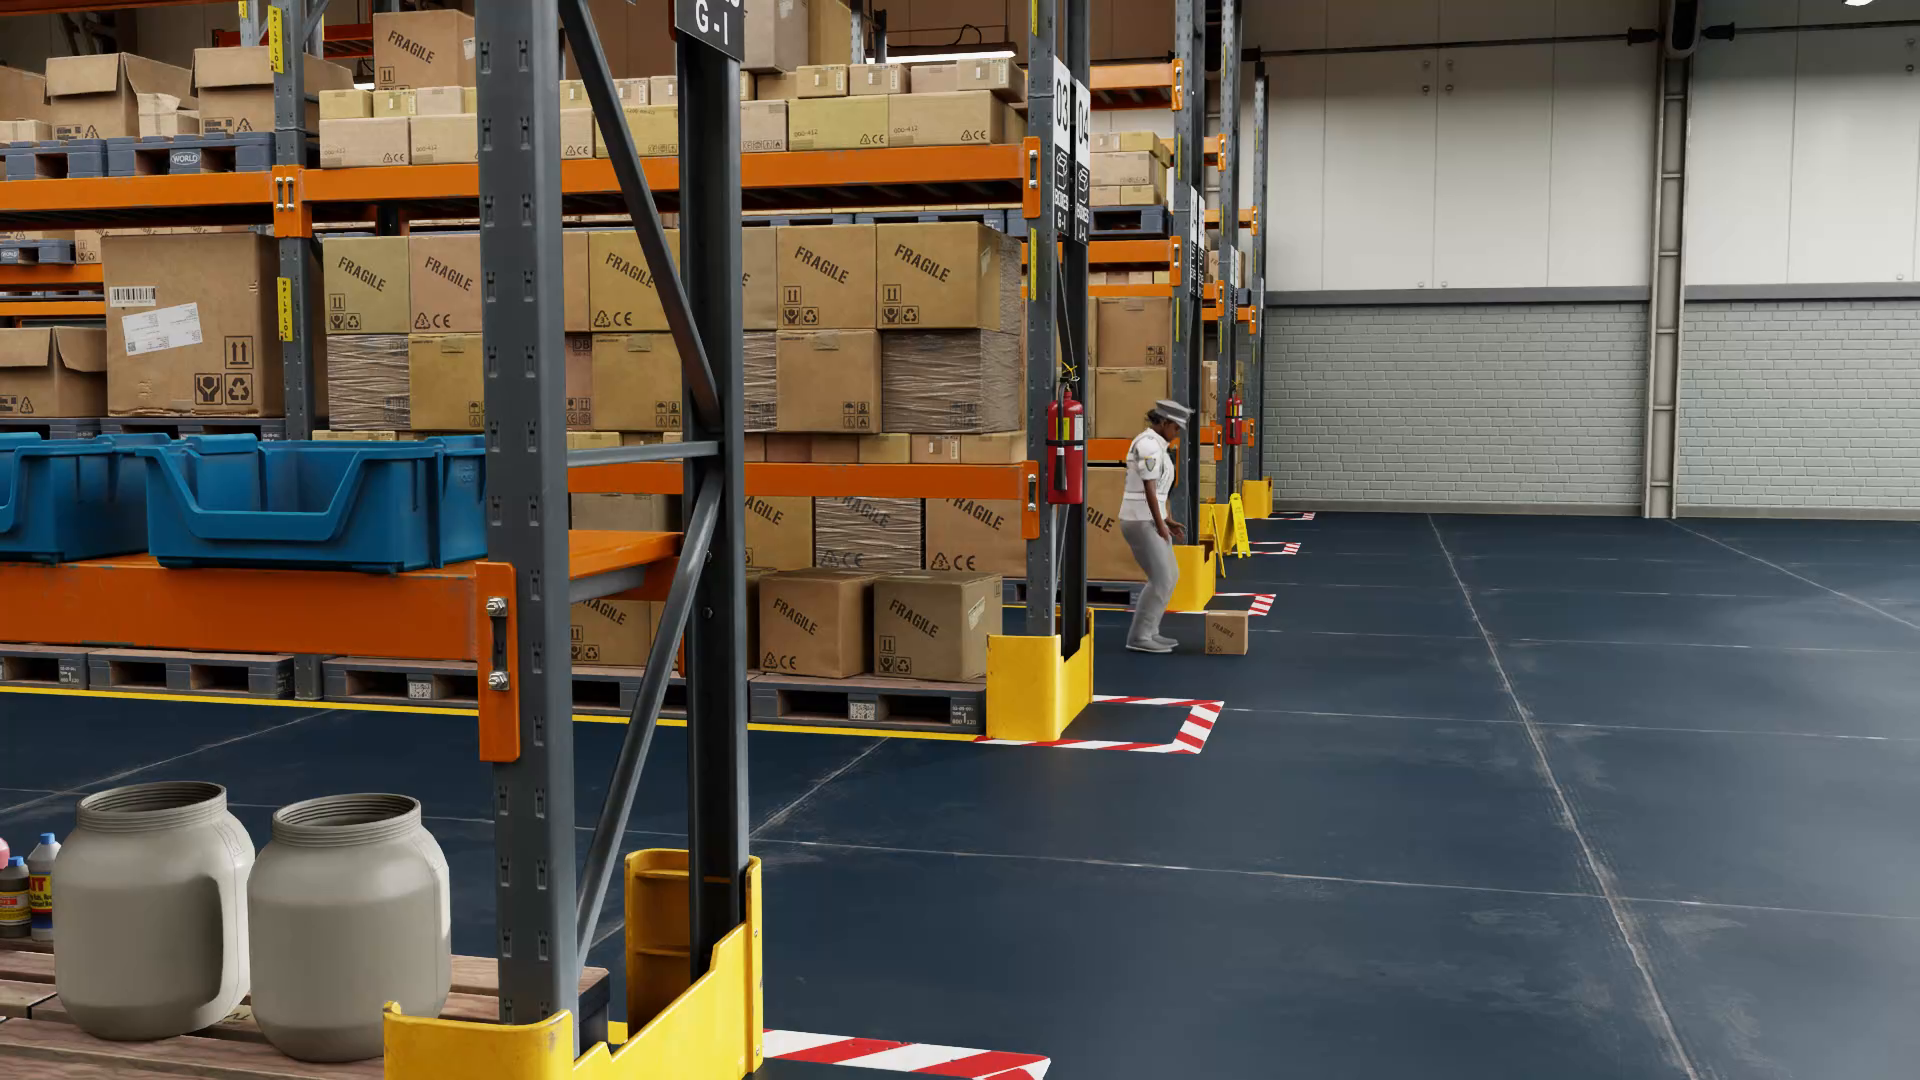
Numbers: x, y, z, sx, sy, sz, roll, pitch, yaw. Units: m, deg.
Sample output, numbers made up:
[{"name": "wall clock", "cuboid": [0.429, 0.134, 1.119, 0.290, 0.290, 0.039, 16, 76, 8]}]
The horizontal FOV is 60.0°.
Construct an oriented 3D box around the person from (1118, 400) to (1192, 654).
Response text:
[{"name": "person", "cuboid": [1.256, -0.093, 10.709, 0.460, 1.614, 0.461, 1, 5, 15]}]
